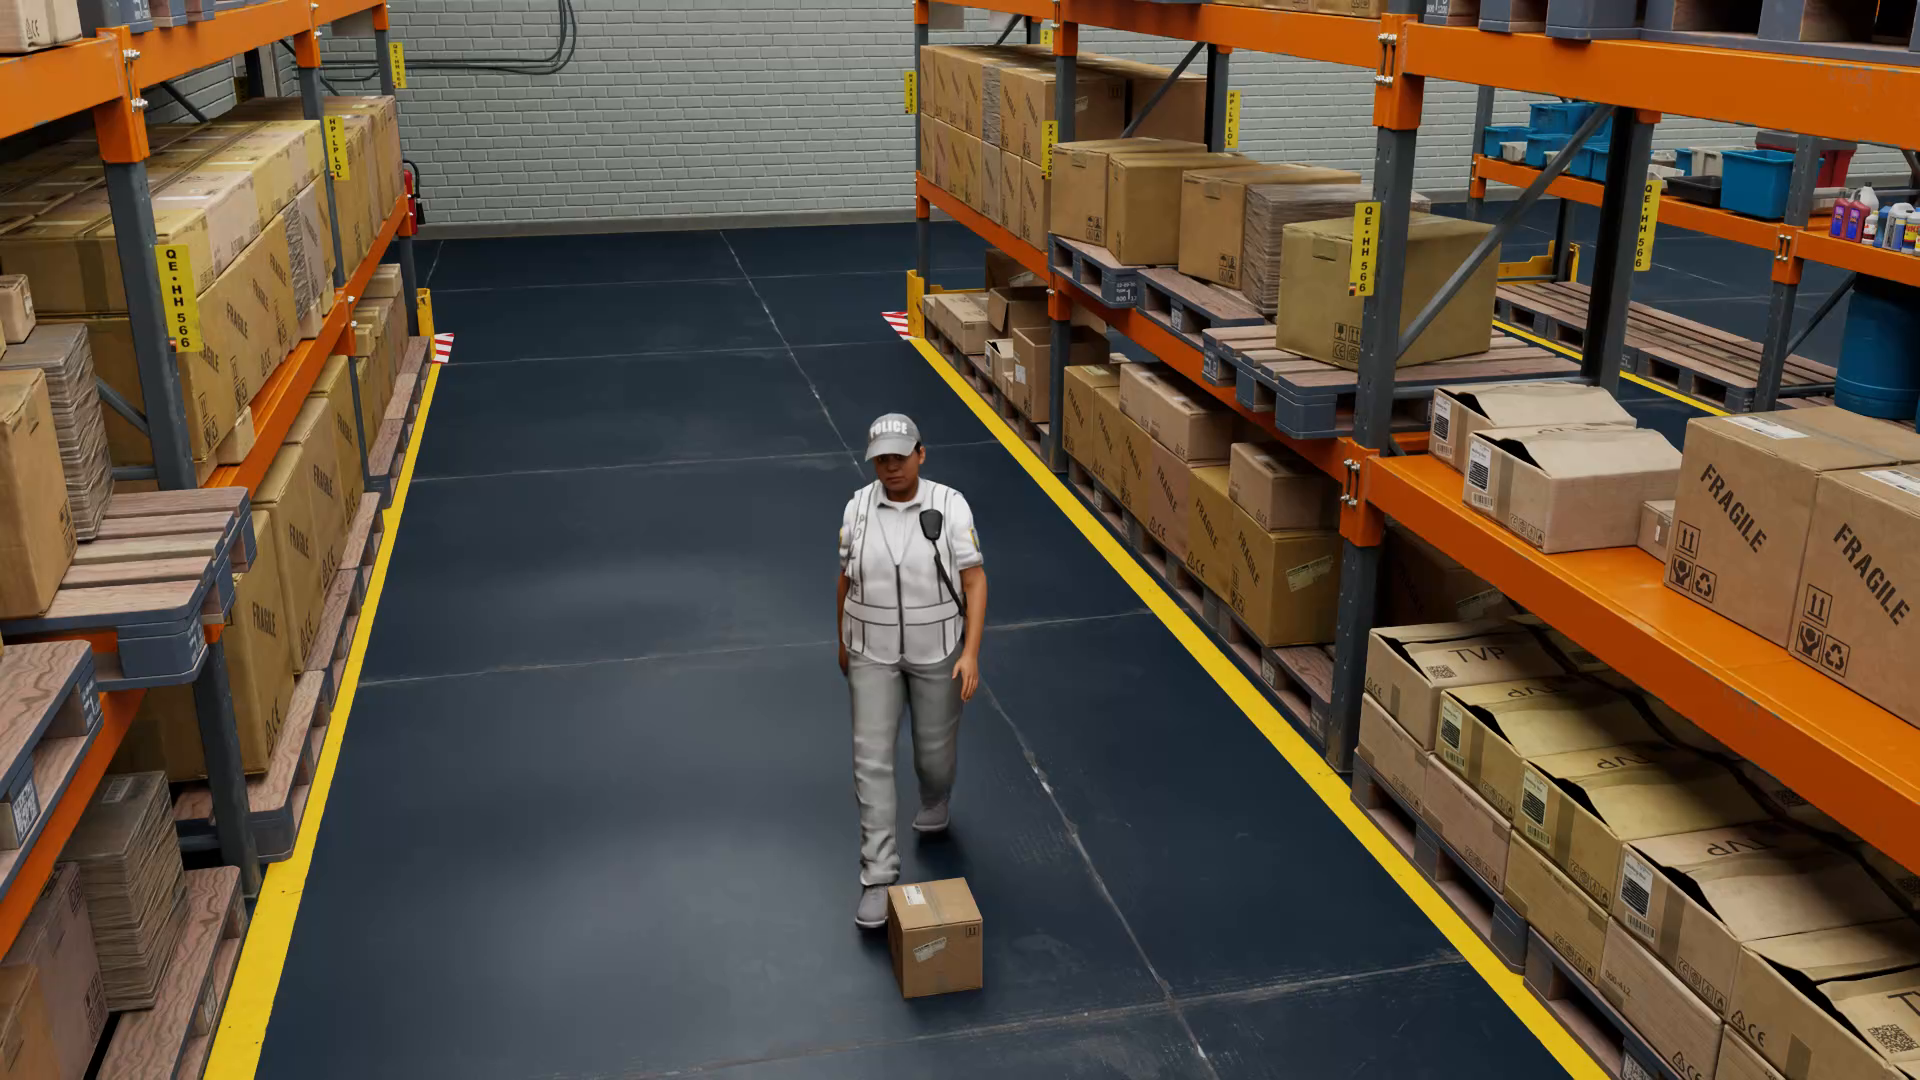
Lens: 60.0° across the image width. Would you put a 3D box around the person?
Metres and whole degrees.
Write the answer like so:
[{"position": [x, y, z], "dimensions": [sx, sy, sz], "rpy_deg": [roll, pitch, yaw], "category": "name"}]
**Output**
[{"position": [-0.177, 0.402, 5.502], "dimensions": [0.524, 1.594, 0.905], "rpy_deg": [1, 20, 3], "category": "person"}]
